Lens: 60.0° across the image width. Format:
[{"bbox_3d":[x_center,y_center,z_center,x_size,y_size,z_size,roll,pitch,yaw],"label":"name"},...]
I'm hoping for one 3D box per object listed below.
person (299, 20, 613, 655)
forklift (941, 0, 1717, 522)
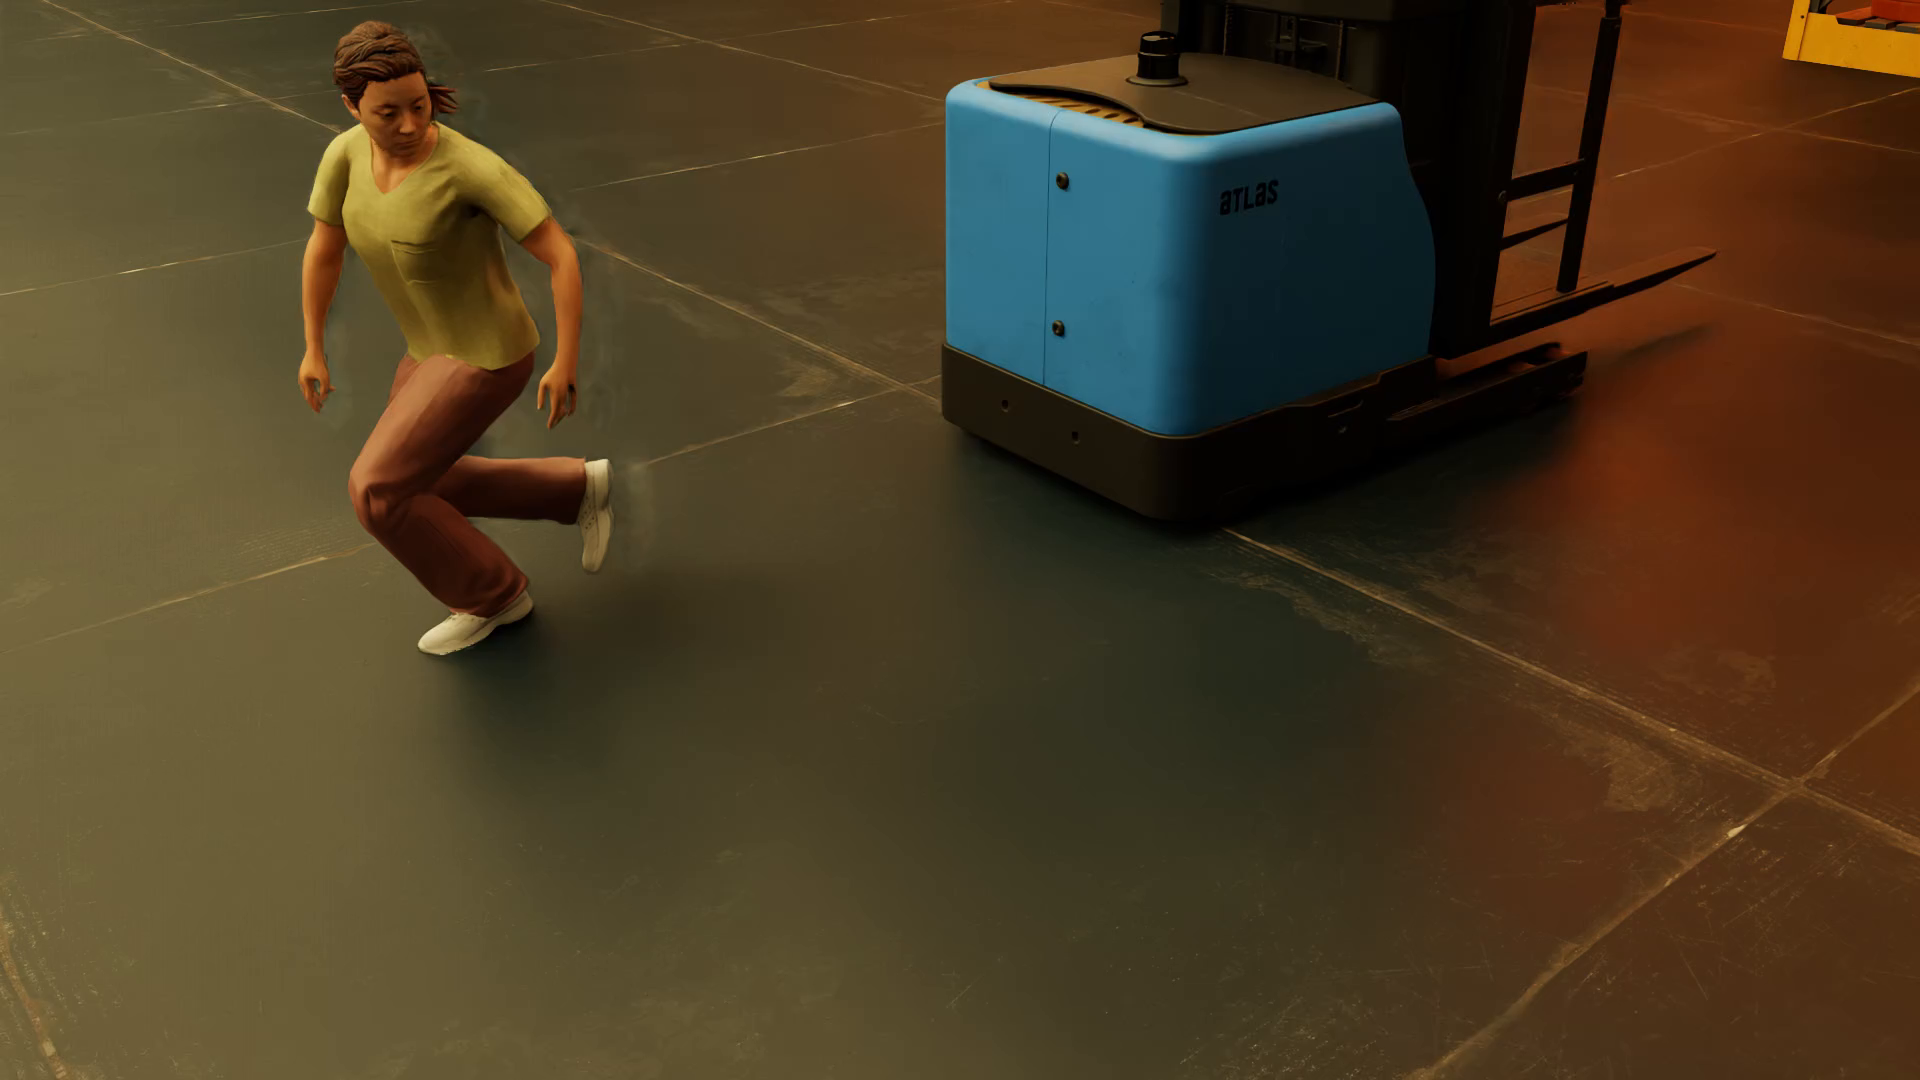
[{"bbox_3d":[-1.107,-0.454,3.807,0.620,1.461,0.694,24,35,39],"label":"person"},{"bbox_3d":[1.412,-1.881,4.994,3.031,2.935,1.130,-19,32,-34],"label":"forklift"}]
